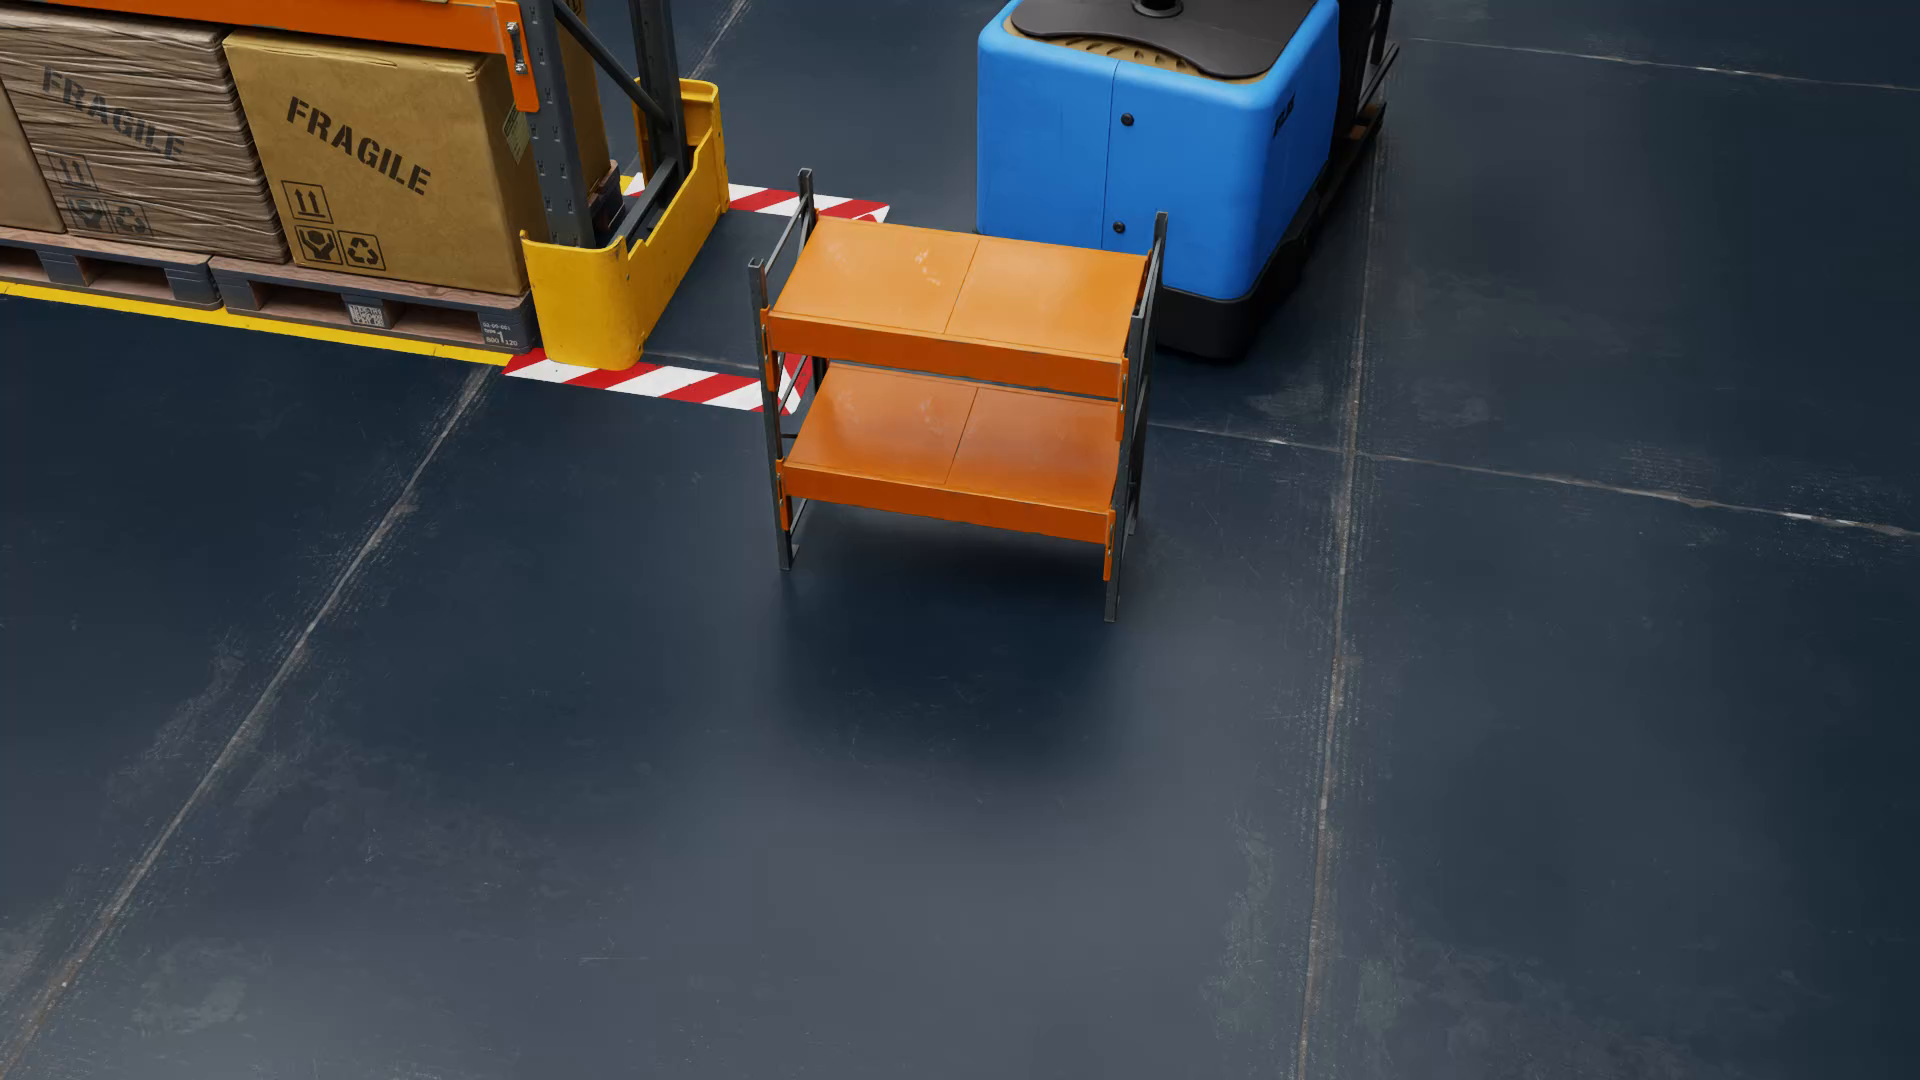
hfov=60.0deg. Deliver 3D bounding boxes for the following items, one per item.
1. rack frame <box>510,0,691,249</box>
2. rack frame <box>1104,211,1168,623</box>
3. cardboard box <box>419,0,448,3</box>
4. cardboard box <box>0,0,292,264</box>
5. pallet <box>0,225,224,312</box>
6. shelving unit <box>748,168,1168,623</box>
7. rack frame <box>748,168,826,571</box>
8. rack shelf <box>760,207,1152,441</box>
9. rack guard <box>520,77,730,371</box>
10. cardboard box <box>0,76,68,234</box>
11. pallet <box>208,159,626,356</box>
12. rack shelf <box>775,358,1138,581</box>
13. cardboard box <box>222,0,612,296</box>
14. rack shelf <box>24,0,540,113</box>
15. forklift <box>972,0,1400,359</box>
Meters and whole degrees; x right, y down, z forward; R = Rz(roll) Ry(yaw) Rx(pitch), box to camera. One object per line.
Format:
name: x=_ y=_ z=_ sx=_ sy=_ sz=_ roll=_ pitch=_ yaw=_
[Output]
rack frame: x=-1.224 y=-2.094 z=5.262 sx=0.127 sy=3.000 sz=1.000 roll=9 pitch=45 yaw=9
rack frame: x=0.503 y=-0.327 z=4.779 sx=0.032 sy=1.125 sz=0.500 roll=9 pitch=45 yaw=9
cardboard box: x=-1.643 y=-1.834 z=5.174 sx=0.250 sy=0.149 sz=0.380 roll=10 pitch=45 yaw=10
cardboard box: x=-2.754 y=-1.660 z=6.041 sx=0.875 sy=0.875 sz=0.875 roll=9 pitch=45 yaw=9
pallet: x=-3.208 y=-1.343 z=6.493 sx=1.213 sy=0.211 sz=1.003 roll=9 pitch=45 yaw=9
shelving unit: x=0.007 y=-0.404 z=4.859 sx=1.048 sy=1.125 sz=0.538 roll=9 pitch=45 yaw=9
rack frame: x=-0.489 y=-0.481 z=4.939 sx=0.032 sy=1.125 sz=0.500 roll=9 pitch=45 yaw=9
rack shelf: x=0.007 y=-0.615 z=4.656 sx=1.000 sy=0.278 sz=0.538 roll=9 pitch=45 yaw=9
rack guard: x=-1.200 y=-1.189 z=6.125 sx=0.348 sy=0.500 sz=1.175 roll=9 pitch=45 yaw=9
cardboard box: x=-3.622 y=-1.795 z=6.181 sx=0.875 sy=0.875 sz=0.875 roll=9 pitch=45 yaw=9
pallet: x=-2.021 y=-1.157 z=6.300 sx=1.213 sy=0.211 sz=1.003 roll=9 pitch=45 yaw=9
rack shelf: x=0.007 y=-0.228 z=5.028 sx=1.000 sy=0.278 sz=0.538 roll=9 pitch=45 yaw=9
cardboard box: x=-1.866 y=-1.522 z=5.898 sx=0.875 sy=0.875 sz=0.875 roll=9 pitch=45 yaw=9
rack shelf: x=-3.175 y=-2.137 z=5.826 sx=4.000 sy=0.370 sz=1.077 roll=9 pitch=45 yaw=9
forklift: x=1.128 y=-2.717 z=5.959 sx=1.130 sy=2.935 sz=3.031 roll=18 pitch=47 yaw=18
